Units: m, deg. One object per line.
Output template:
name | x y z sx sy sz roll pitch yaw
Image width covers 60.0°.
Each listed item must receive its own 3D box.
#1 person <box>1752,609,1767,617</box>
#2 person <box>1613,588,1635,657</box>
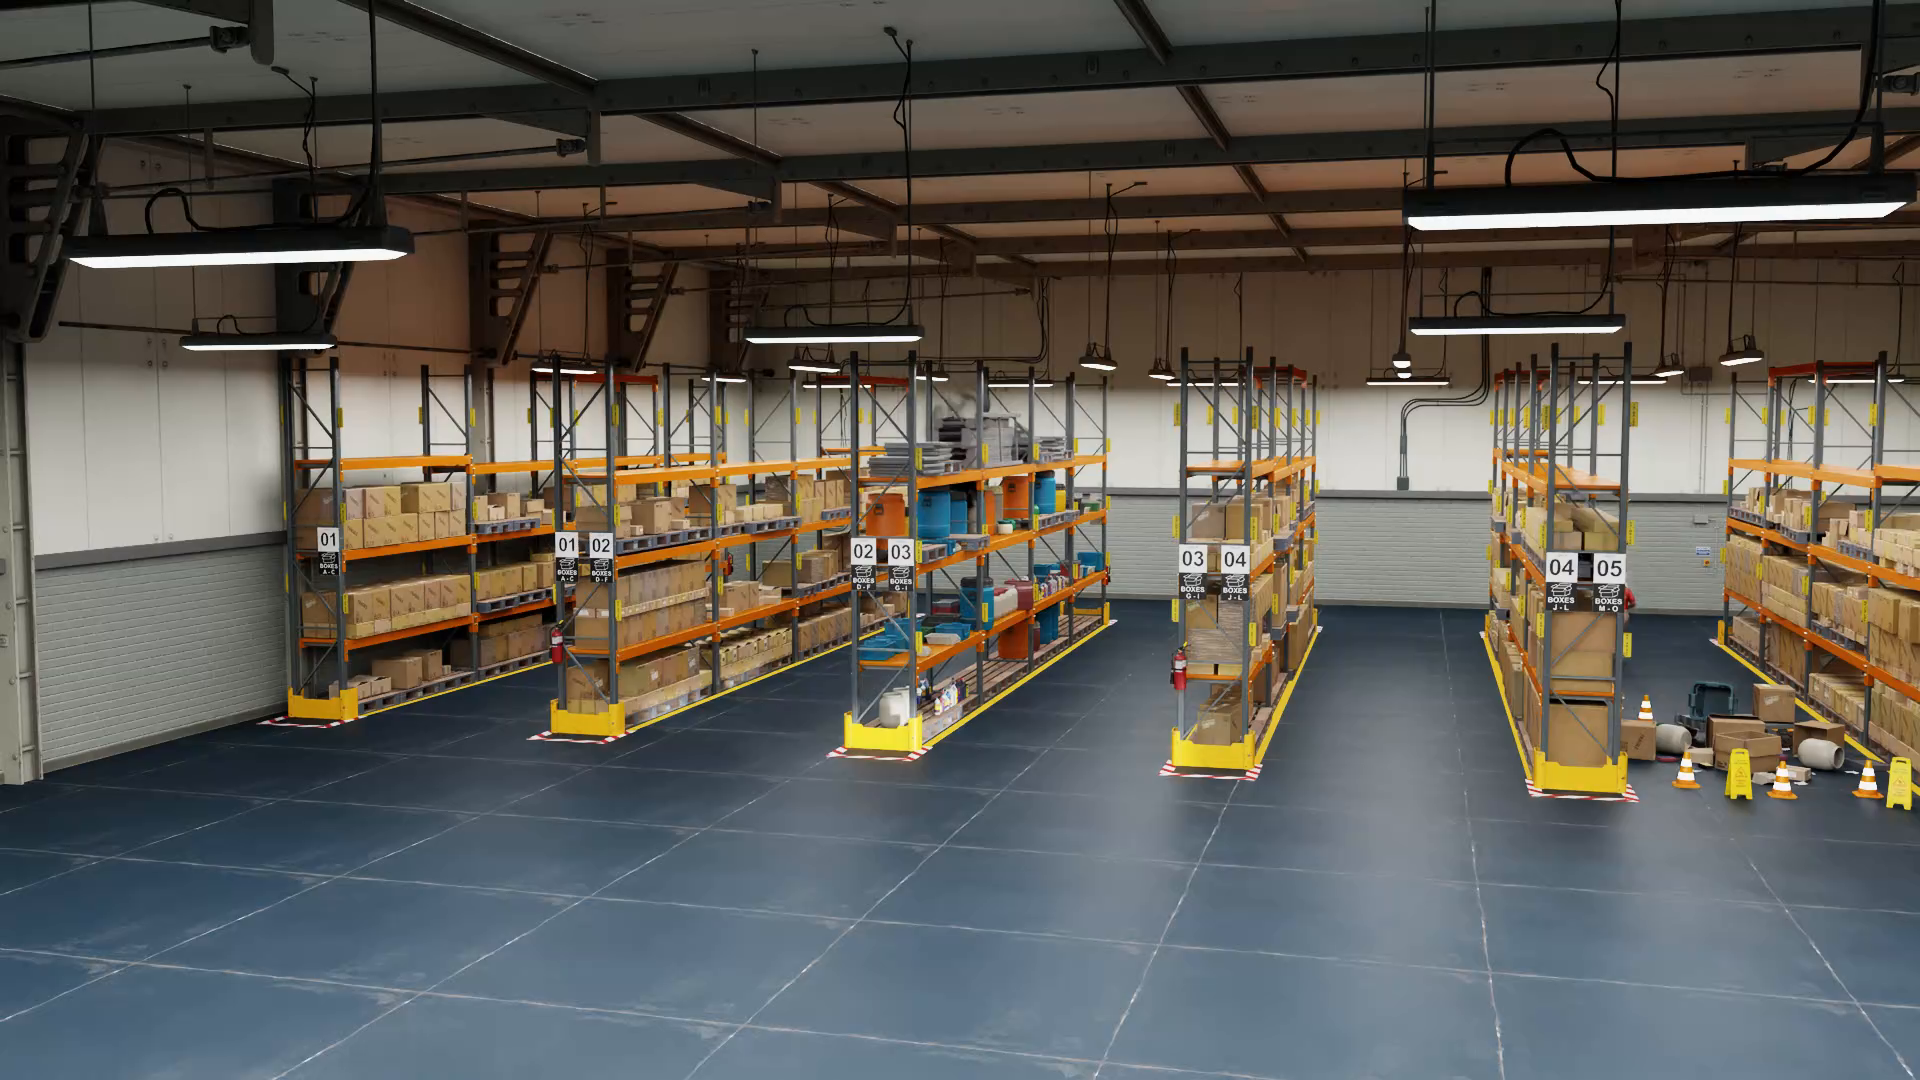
person | 18.225 1.355 37.726 0.487 1.527 0.684 -3 5 -35
person | 13.728 1.642 34.677 0.626 1.623 0.527 1 4 13
